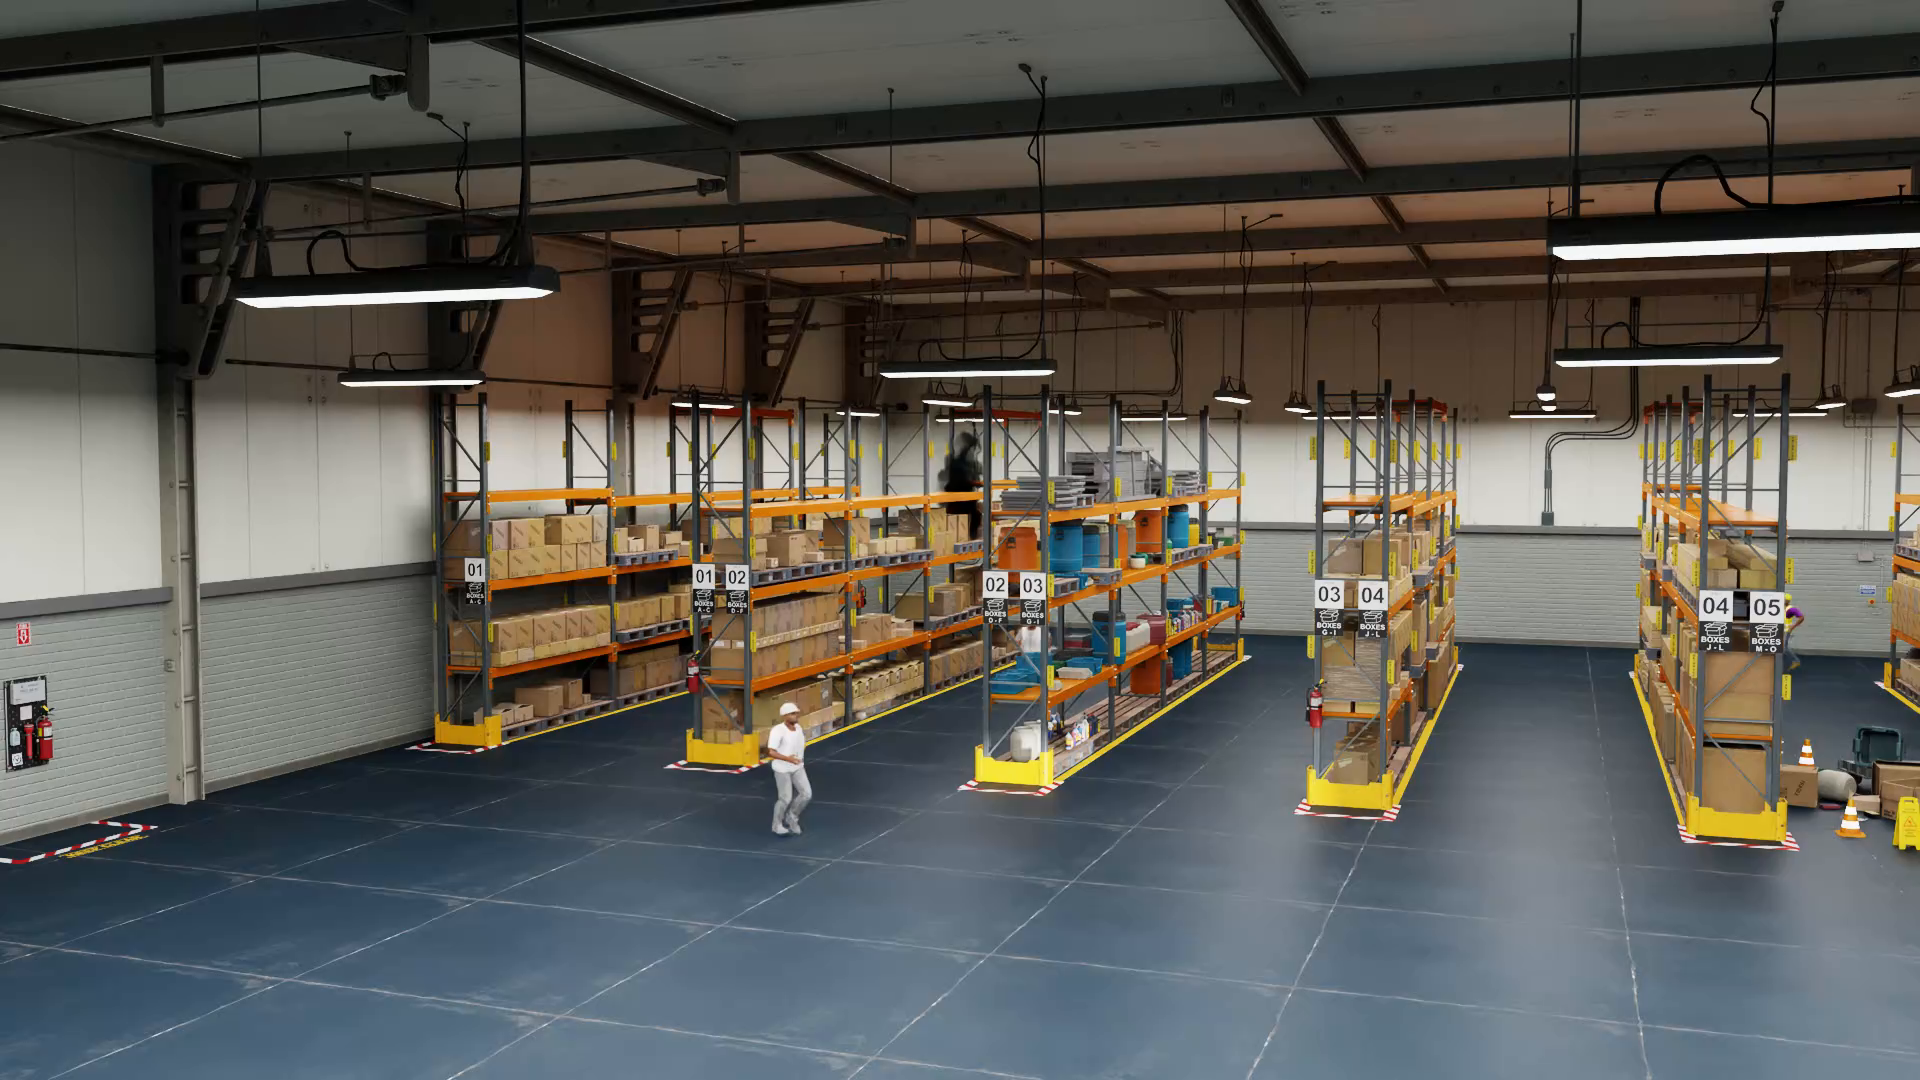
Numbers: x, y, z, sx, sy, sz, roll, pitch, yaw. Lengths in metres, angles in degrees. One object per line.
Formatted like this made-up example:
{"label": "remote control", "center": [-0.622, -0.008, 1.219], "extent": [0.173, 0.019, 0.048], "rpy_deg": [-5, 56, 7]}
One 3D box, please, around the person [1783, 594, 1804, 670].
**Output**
{"label": "person", "center": [18.565, 2.096, 37.508], "extent": [0.891, 1.788, 0.678], "rpy_deg": [0, 3, 0]}

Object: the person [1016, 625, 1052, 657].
{"label": "person", "center": [1.433, 2.356, 33.096], "extent": [0.667, 1.824, 0.739], "rpy_deg": [1, 3, 19]}

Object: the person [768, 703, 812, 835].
{"label": "person", "center": [-2.200, 2.980, 21.554], "extent": [0.670, 1.751, 0.666], "rpy_deg": [3, 4, 42]}

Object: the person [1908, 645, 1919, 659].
{"label": "person", "center": [20.887, 2.240, 36.226], "extent": [0.670, 1.732, 0.887], "rpy_deg": [-2, 4, -39]}
